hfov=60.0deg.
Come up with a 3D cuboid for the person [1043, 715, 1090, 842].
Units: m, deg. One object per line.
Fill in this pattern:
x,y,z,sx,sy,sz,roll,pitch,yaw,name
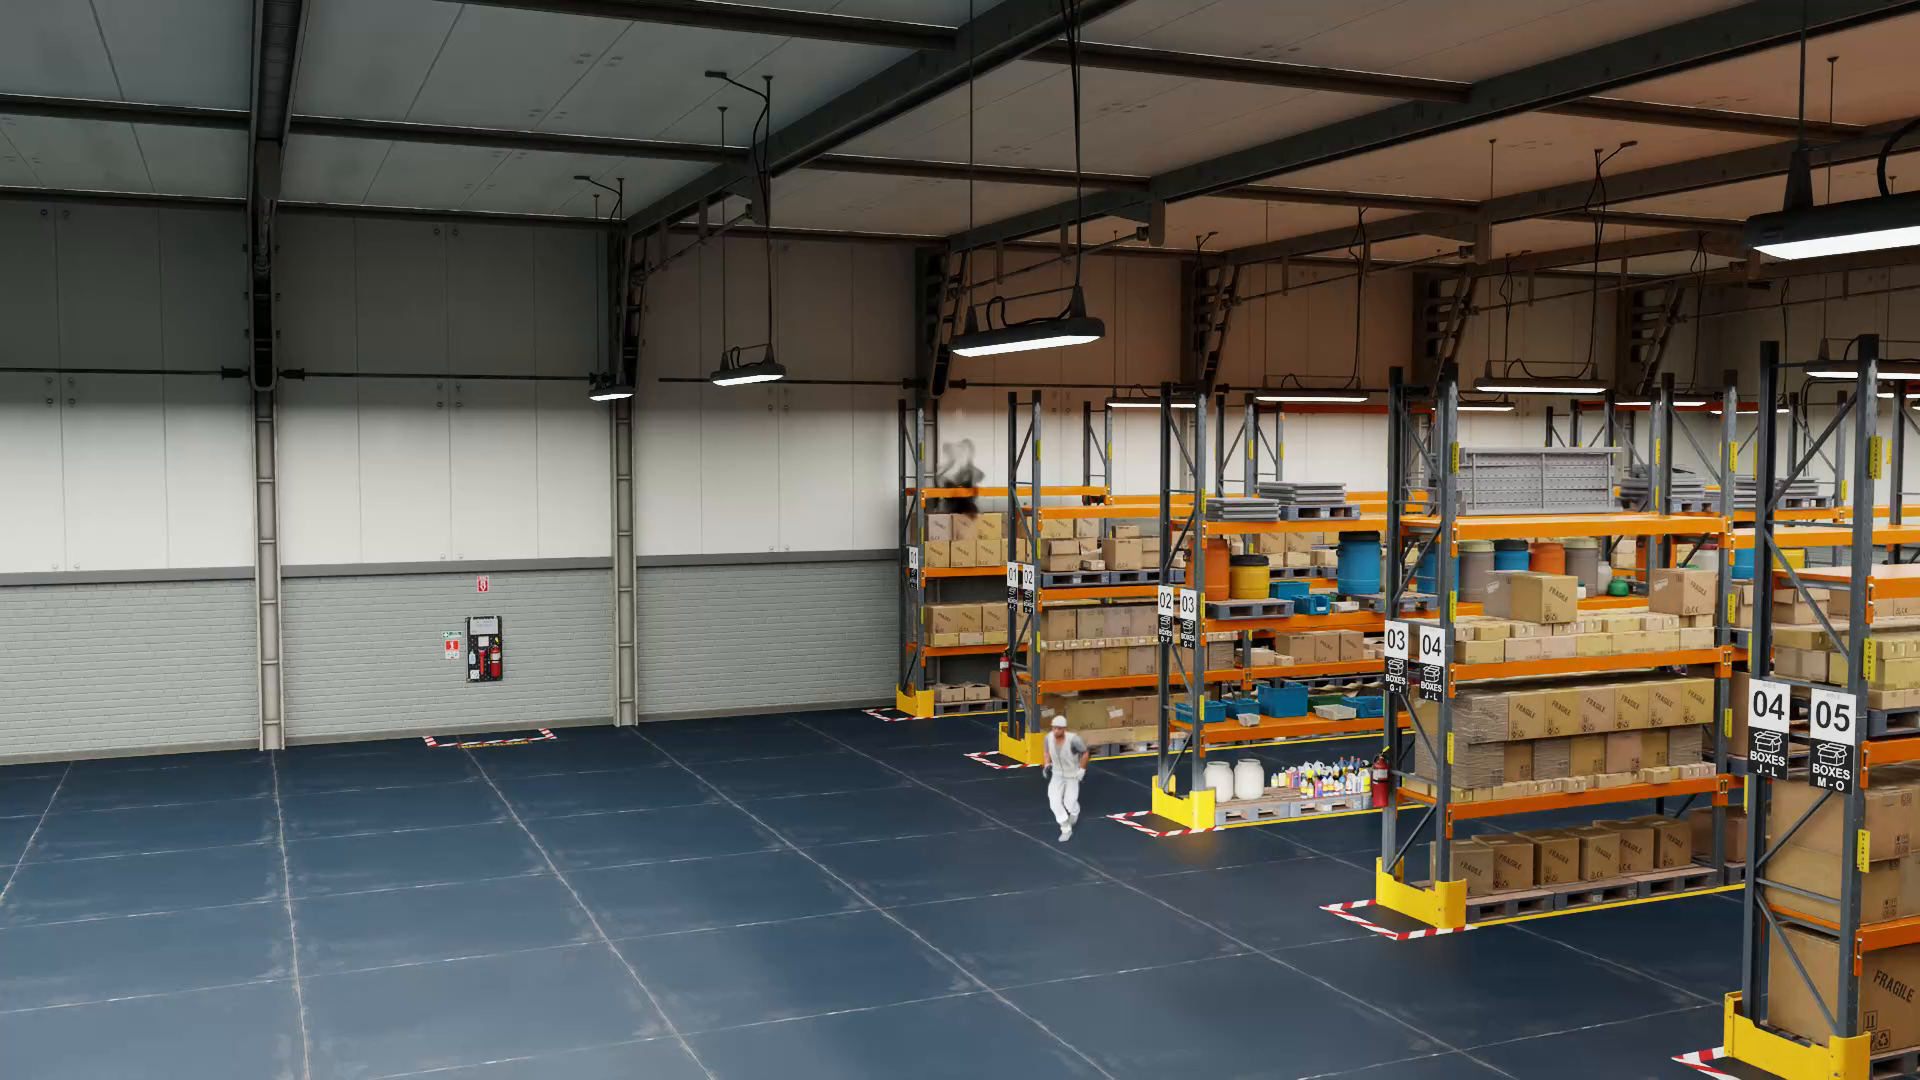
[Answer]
1.401,3.078,21.695,0.628,1.688,0.953,1,4,24,person
